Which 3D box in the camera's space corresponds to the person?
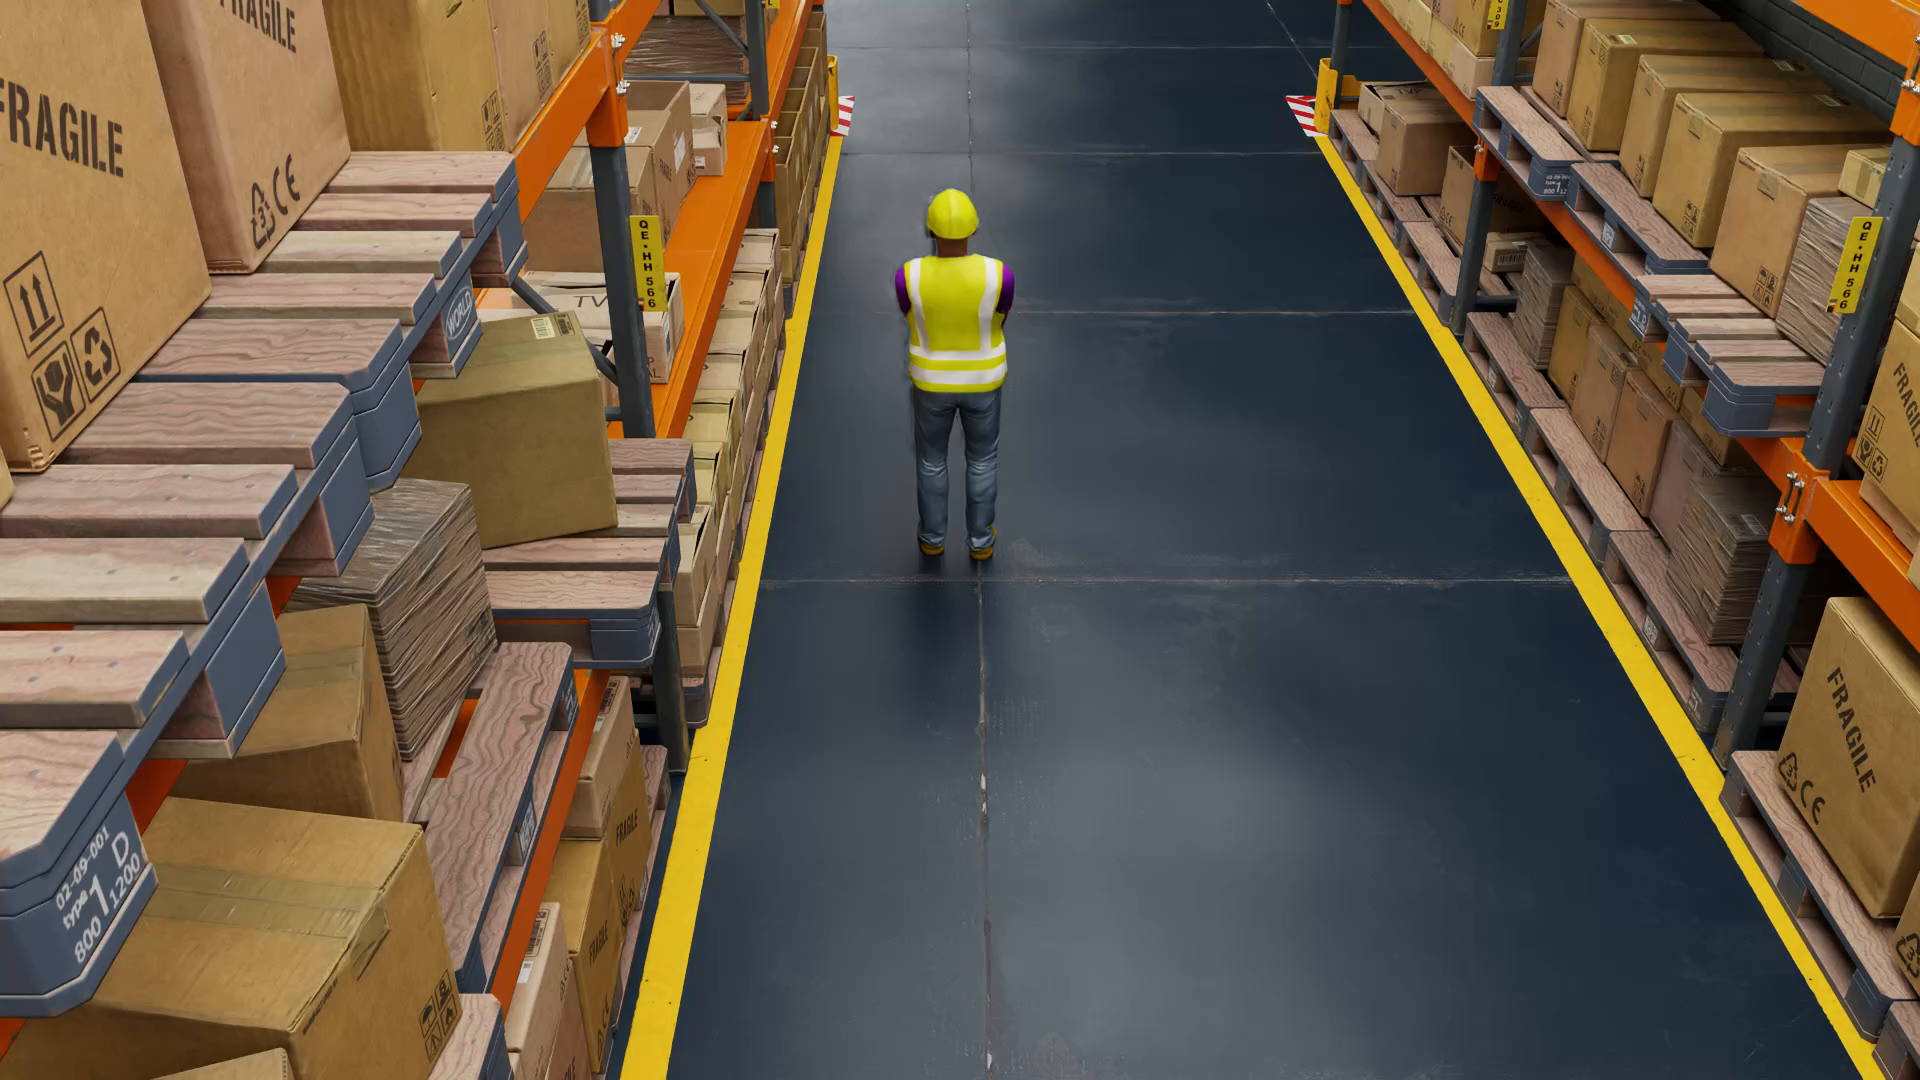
[{"bbox_3d":[-0.022,-0.751,7.350,0.502,1.762,0.586,0,31,0],"label":"person"}]
